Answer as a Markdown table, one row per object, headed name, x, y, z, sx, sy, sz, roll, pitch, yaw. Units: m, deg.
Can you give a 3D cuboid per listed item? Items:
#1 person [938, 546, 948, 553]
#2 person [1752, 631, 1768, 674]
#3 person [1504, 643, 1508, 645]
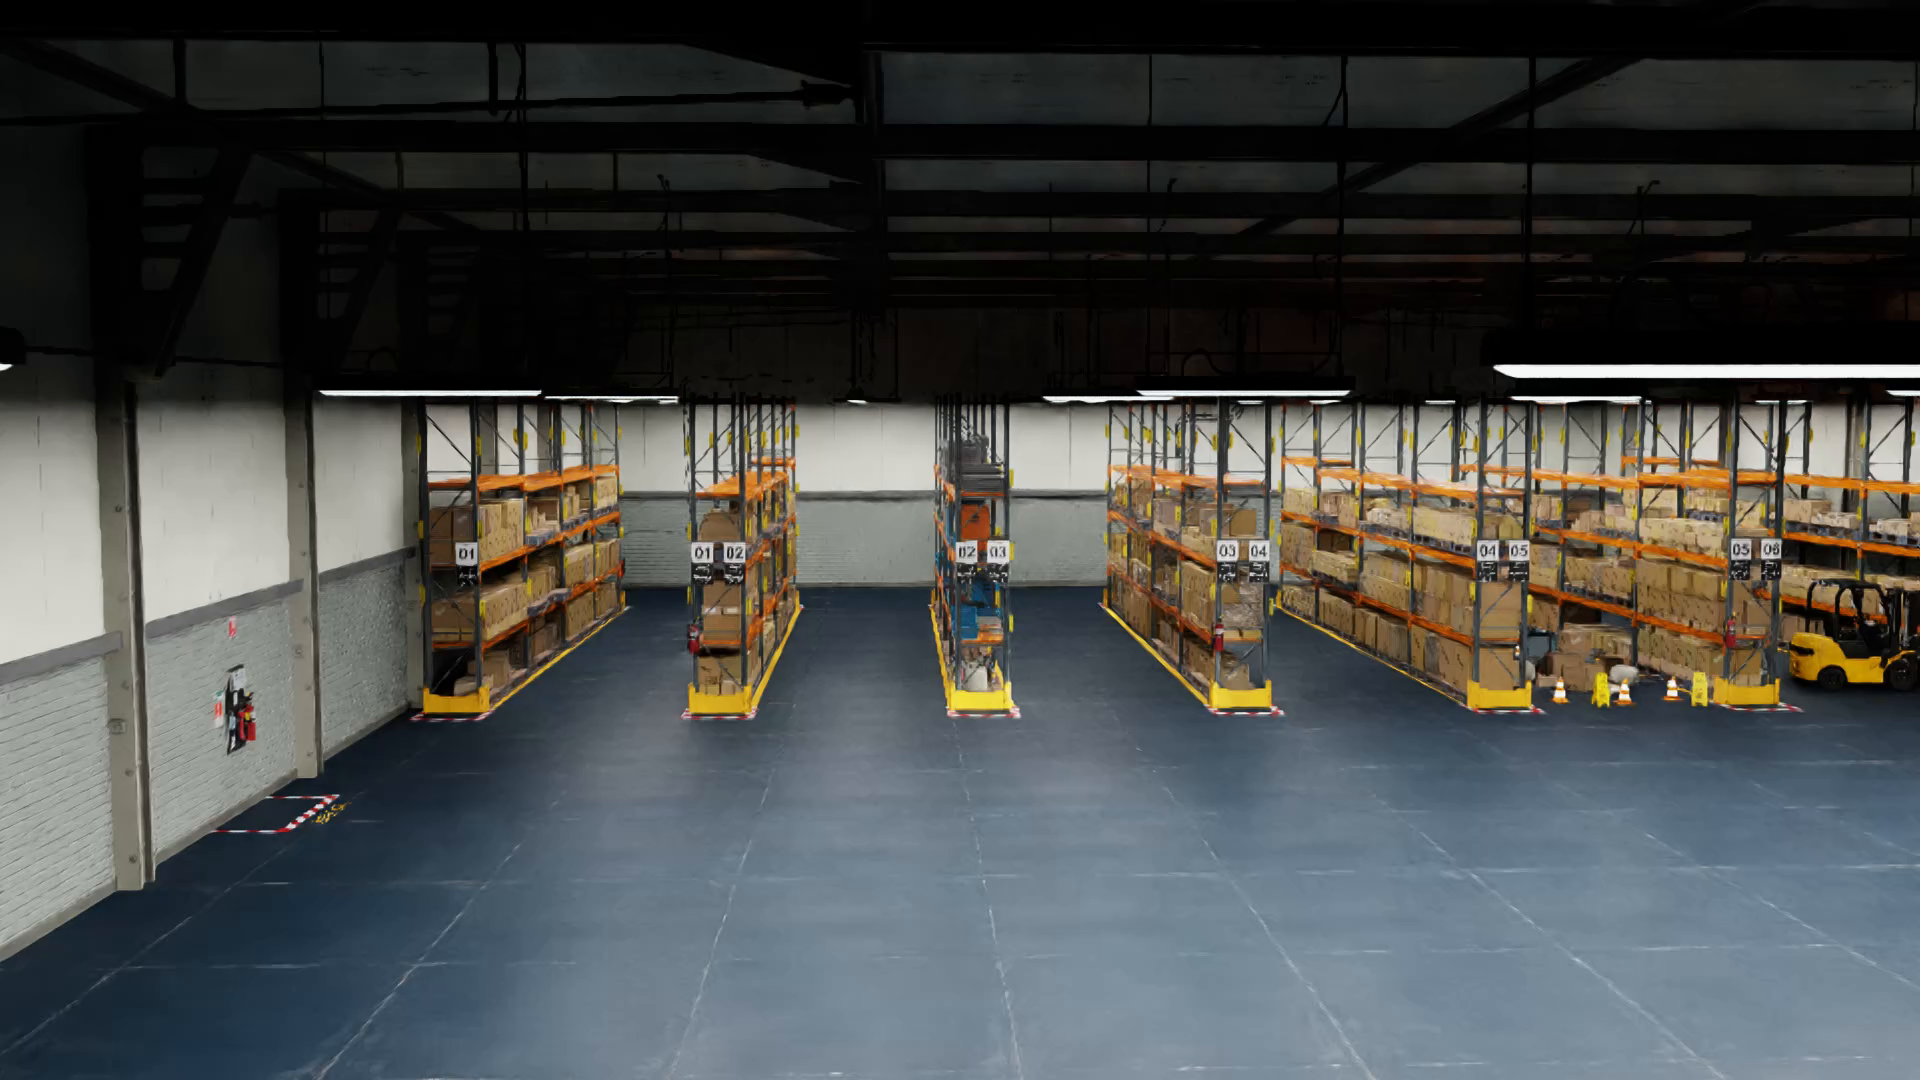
| name | x | y | z | sx | sy | sz | roll | pitch | yaw |
| --- | --- | --- | --- | --- | --- | --- | --- | --- | --- |
| person | -0.410 | 1.010 | 48.544 | 0.610 | 1.663 | 0.506 | -3 | 5 | -33 |
| person | 17.096 | 2.058 | 35.722 | 0.526 | 1.581 | 0.522 | 3 | 5 | 29 |
| person | 12.296 | 1.770 | 38.057 | 0.630 | 1.773 | 0.678 | 2 | 5 | 28 |
